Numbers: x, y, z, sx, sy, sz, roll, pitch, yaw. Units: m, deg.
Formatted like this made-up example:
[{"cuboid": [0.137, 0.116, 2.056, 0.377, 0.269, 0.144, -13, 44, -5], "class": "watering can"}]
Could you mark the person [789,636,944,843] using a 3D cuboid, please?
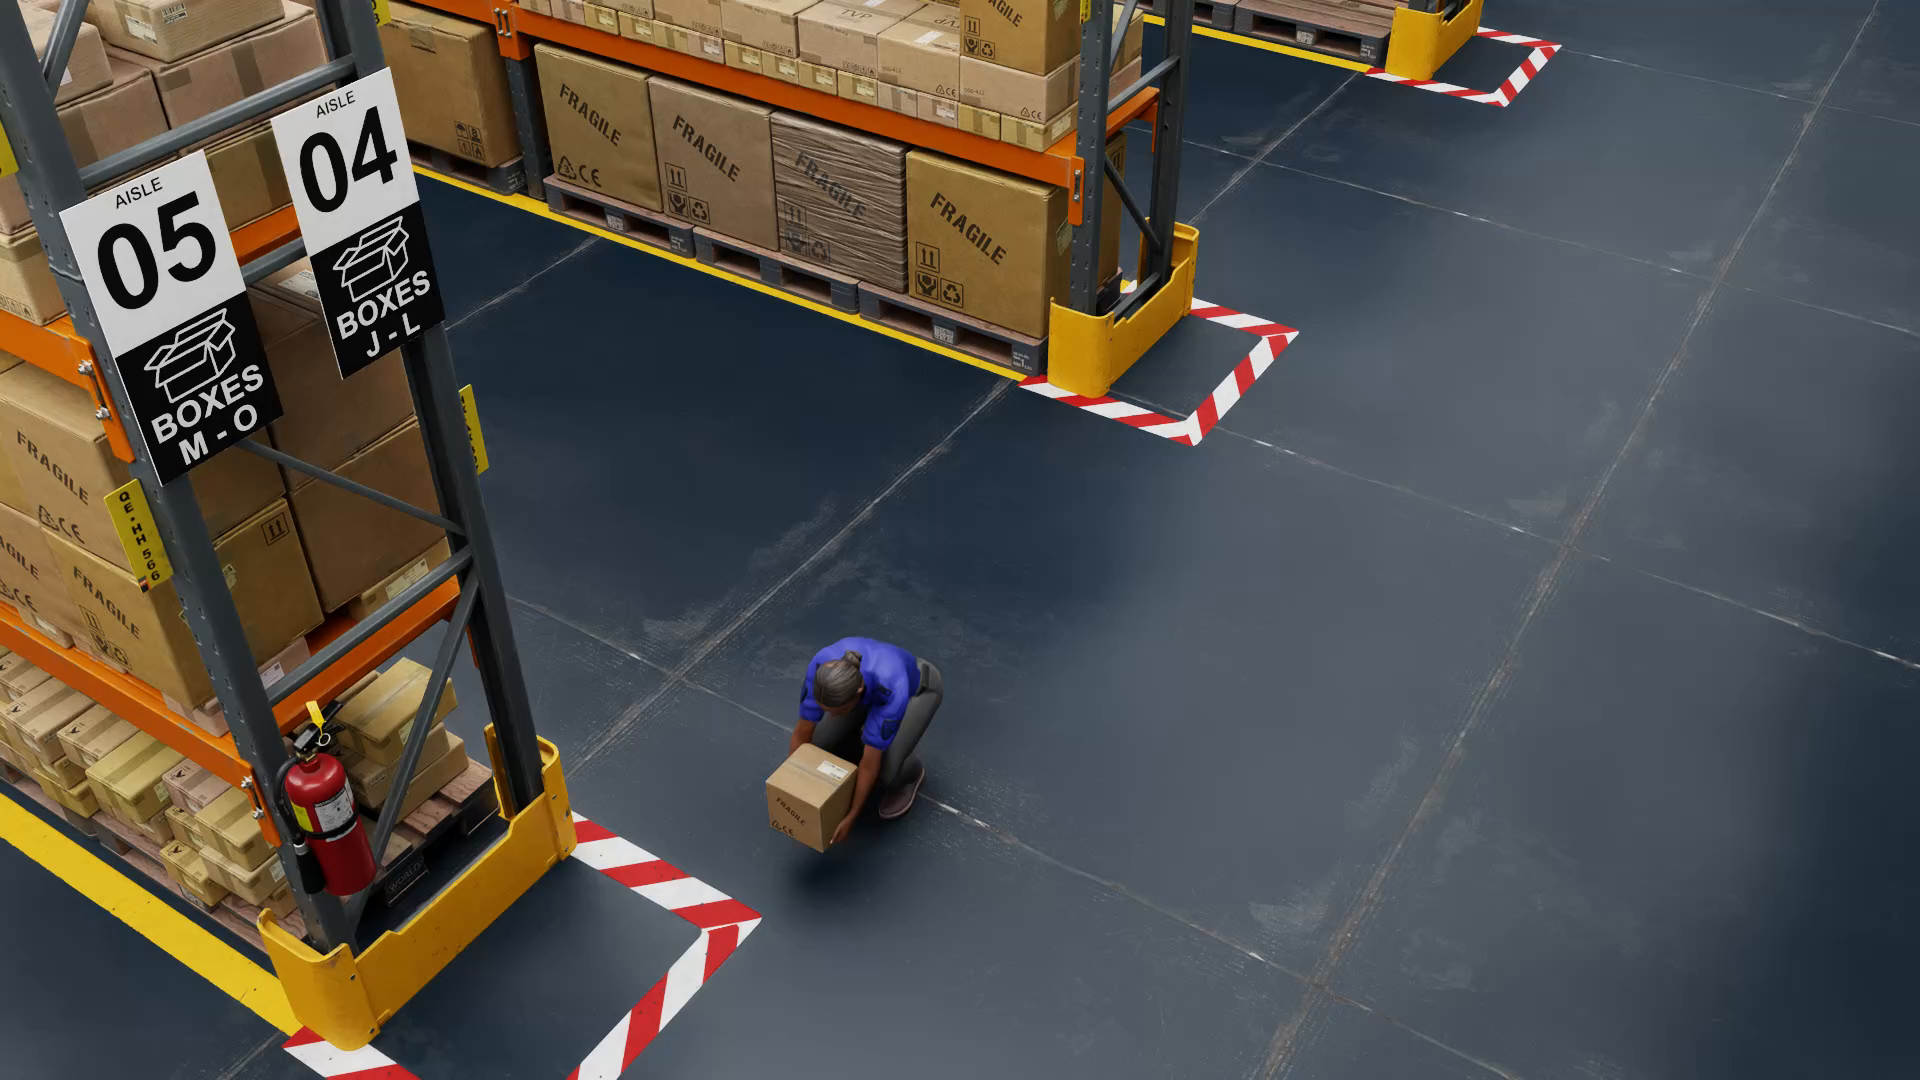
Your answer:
[{"cuboid": [-0.374, 0.687, 6.404, 0.465, 0.951, 0.833, 21, 43, 24], "class": "person"}]
